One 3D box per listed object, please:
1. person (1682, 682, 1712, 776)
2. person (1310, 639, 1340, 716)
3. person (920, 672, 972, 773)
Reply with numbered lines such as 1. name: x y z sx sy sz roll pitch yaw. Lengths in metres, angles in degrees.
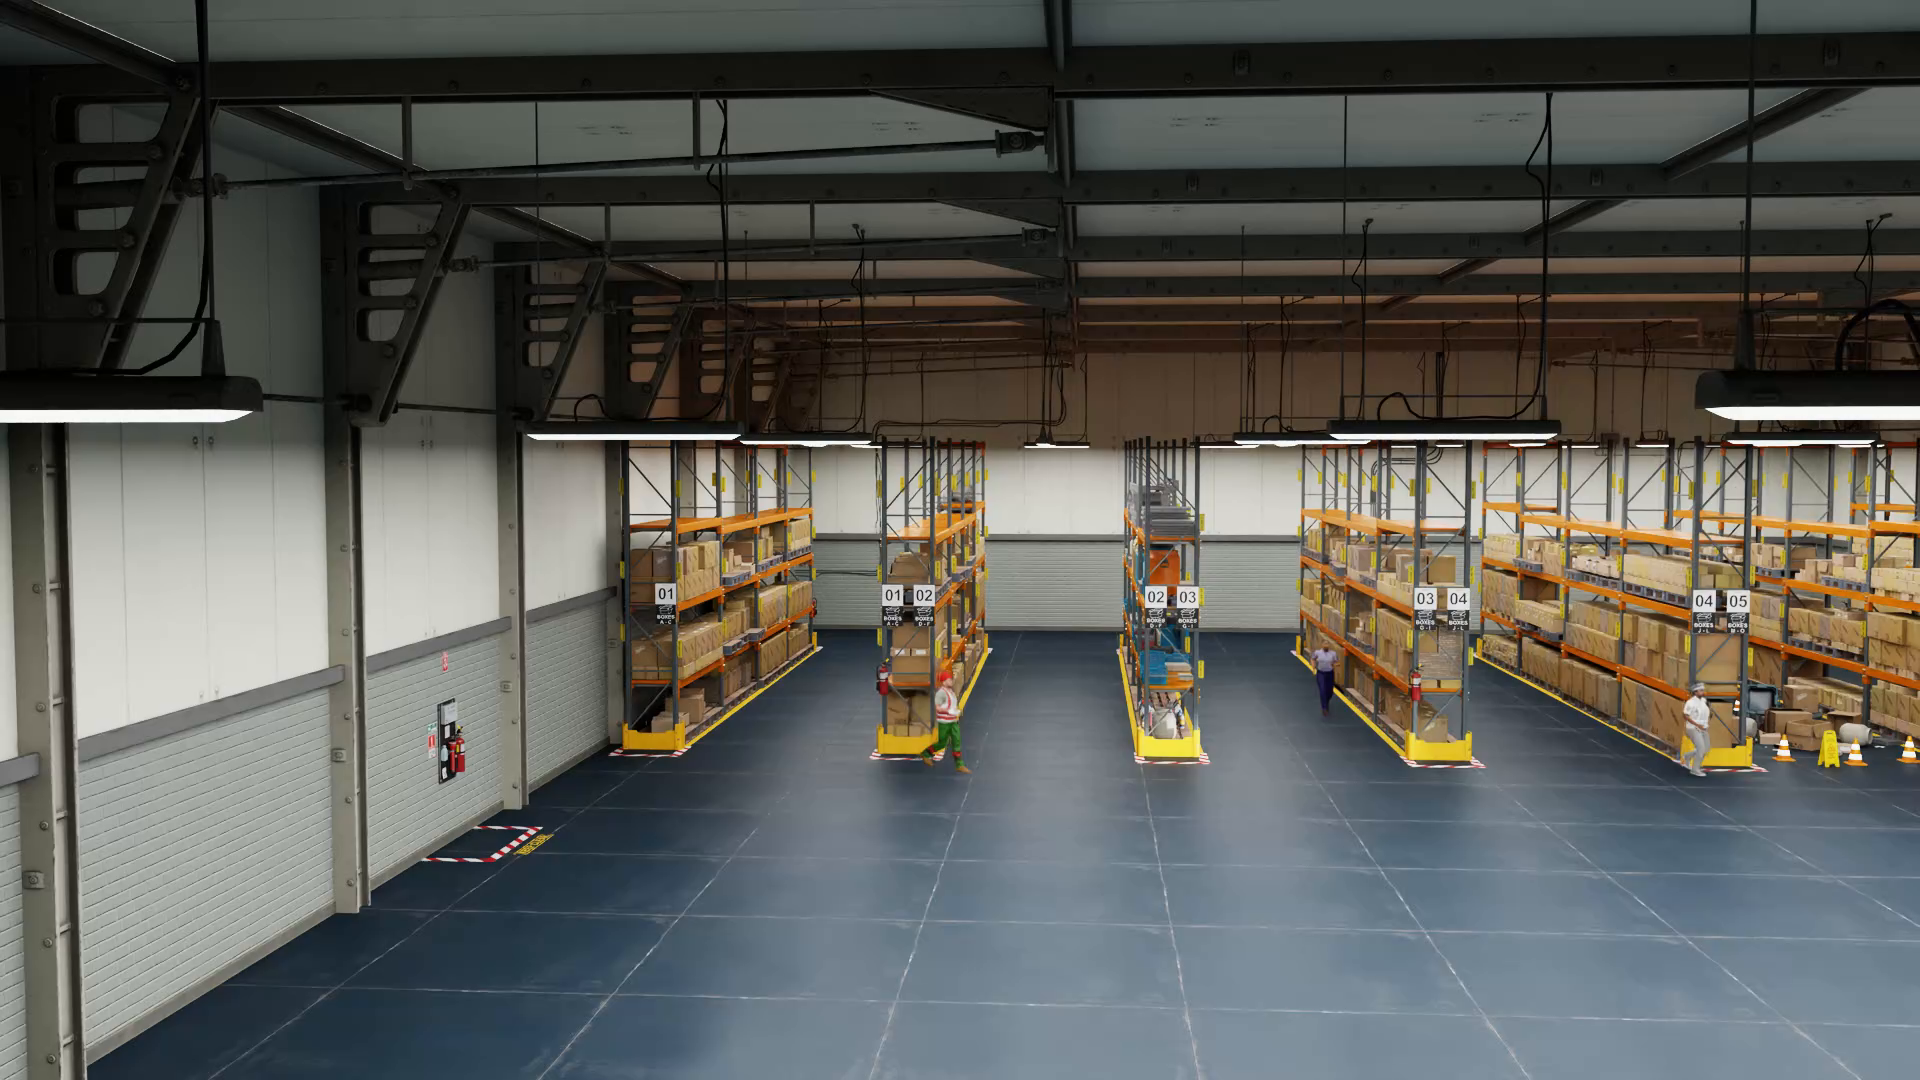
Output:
1. person: 12.986 3.319 29.325 0.591 1.648 0.563 -2 3 -29
2. person: 7.931 2.959 36.084 0.607 1.626 0.906 0 3 2
3. person: -0.250 3.234 29.527 0.998 1.781 0.670 2 3 28
